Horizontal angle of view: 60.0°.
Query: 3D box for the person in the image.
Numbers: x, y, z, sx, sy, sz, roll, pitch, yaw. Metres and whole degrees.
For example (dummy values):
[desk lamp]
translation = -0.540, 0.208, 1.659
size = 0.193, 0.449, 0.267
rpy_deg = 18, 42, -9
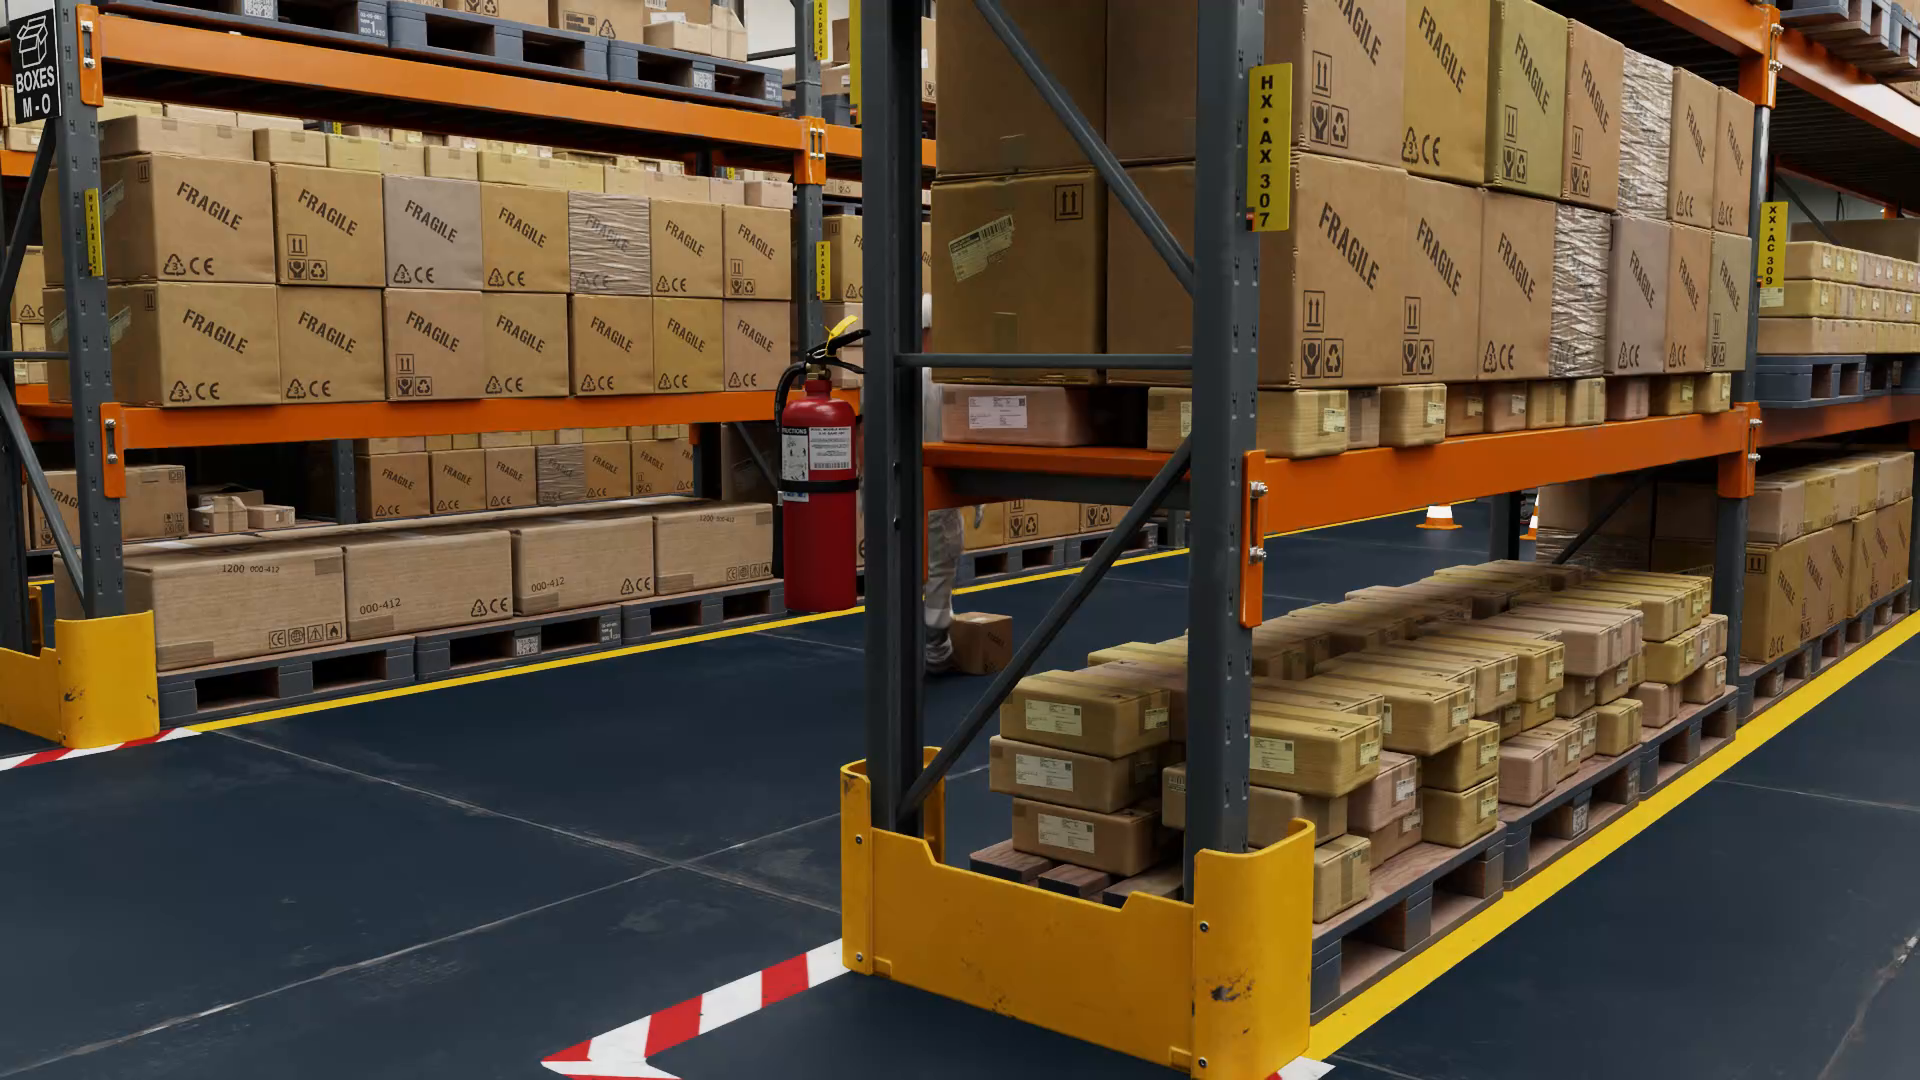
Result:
[person]
translation = -0.158, -0.239, 7.651
size = 0.621, 1.763, 0.734
rpy_deg = 3, 7, 24
